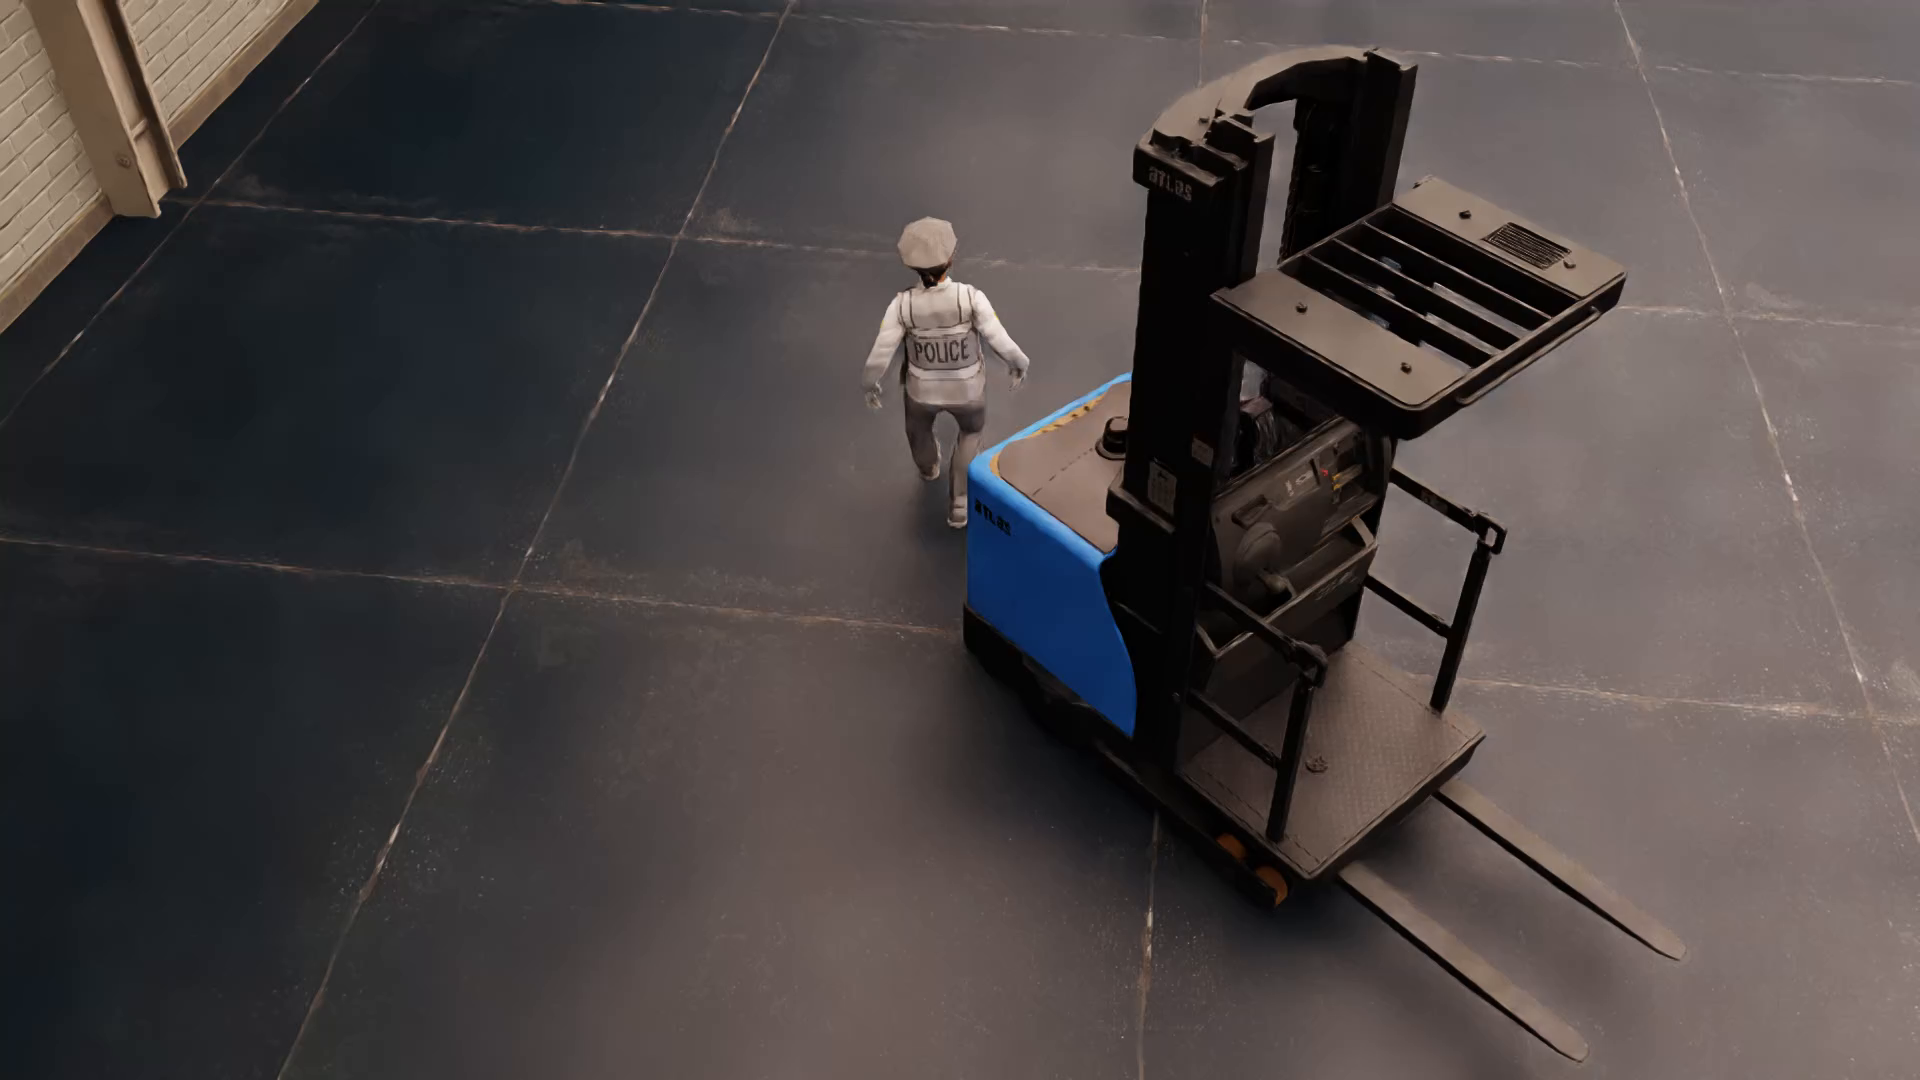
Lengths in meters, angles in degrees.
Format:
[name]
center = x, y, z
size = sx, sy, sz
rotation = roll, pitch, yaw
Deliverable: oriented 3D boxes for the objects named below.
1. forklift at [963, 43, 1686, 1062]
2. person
[forklift]
center = 1.360, -0.067, 5.797
size = 1.130, 2.935, 3.031
rotation = -31, 51, -29
[person]
center = -0.069, -0.824, 7.584
size = 0.754, 1.636, 0.753
rotation = 0, 43, 0
